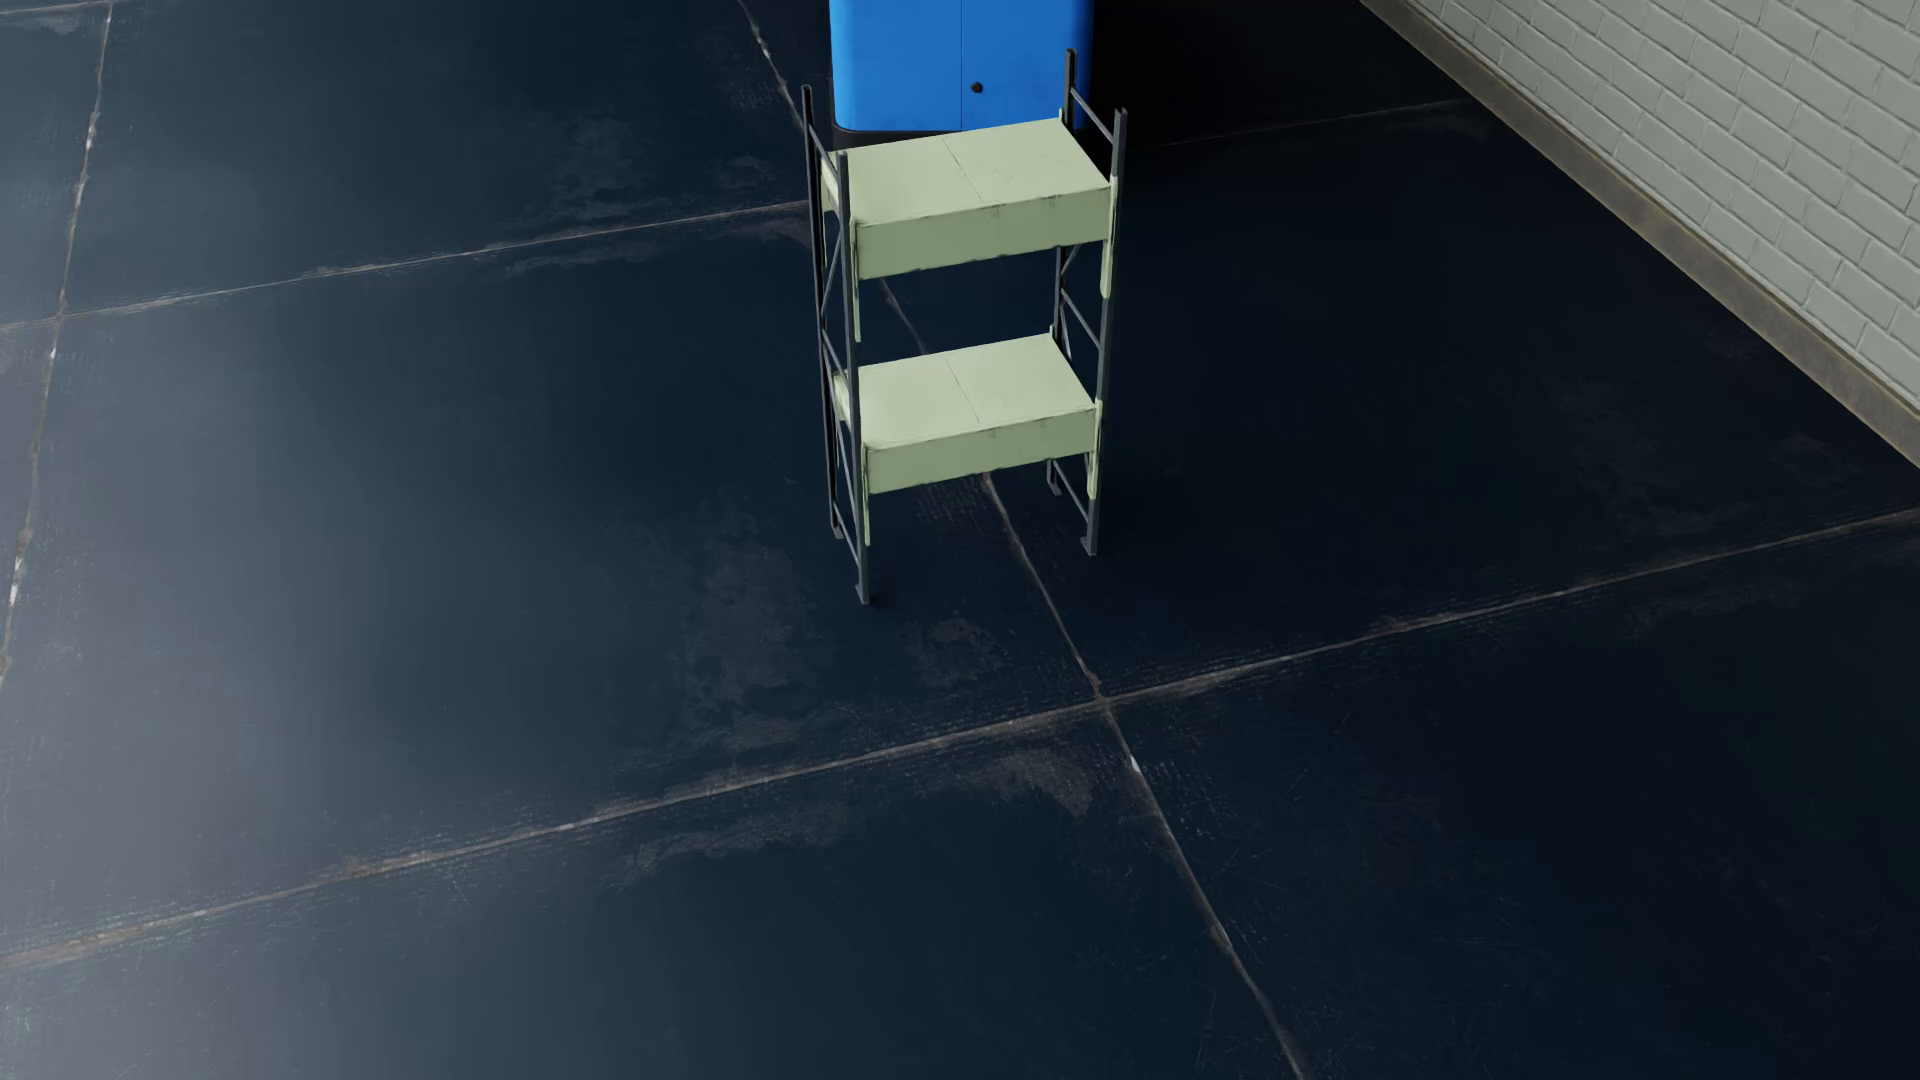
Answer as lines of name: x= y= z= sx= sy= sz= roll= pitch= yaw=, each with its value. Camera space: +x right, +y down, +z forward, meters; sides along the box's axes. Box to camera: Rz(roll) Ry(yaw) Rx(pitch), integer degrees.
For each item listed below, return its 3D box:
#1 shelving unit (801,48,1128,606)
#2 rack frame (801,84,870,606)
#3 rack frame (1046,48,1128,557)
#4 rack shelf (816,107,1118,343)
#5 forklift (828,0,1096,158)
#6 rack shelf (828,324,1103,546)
shelving unit: x=0.006 y=-0.566 z=4.758 sx=0.755 sy=1.500 sz=0.431 roll=-12 pitch=42 yaw=-13
rack frame: x=-0.343 y=-0.494 z=4.675 sx=0.023 sy=1.500 sz=0.400 roll=-12 pitch=42 yaw=-13
rack frame: x=0.355 y=-0.638 z=4.841 sx=0.023 sy=1.500 sz=0.400 roll=-12 pitch=42 yaw=-13
rack shelf: x=0.006 y=-0.860 z=4.501 sx=0.720 sy=0.370 sz=0.431 roll=-12 pitch=42 yaw=-13
forklift: x=0.013 y=-3.492 z=7.020 sx=1.130 sy=2.935 sz=3.031 roll=0 pitch=41 yaw=0
rack shelf: x=0.006 y=-0.321 z=4.973 sx=0.720 sy=0.370 sz=0.431 roll=-12 pitch=42 yaw=-13
